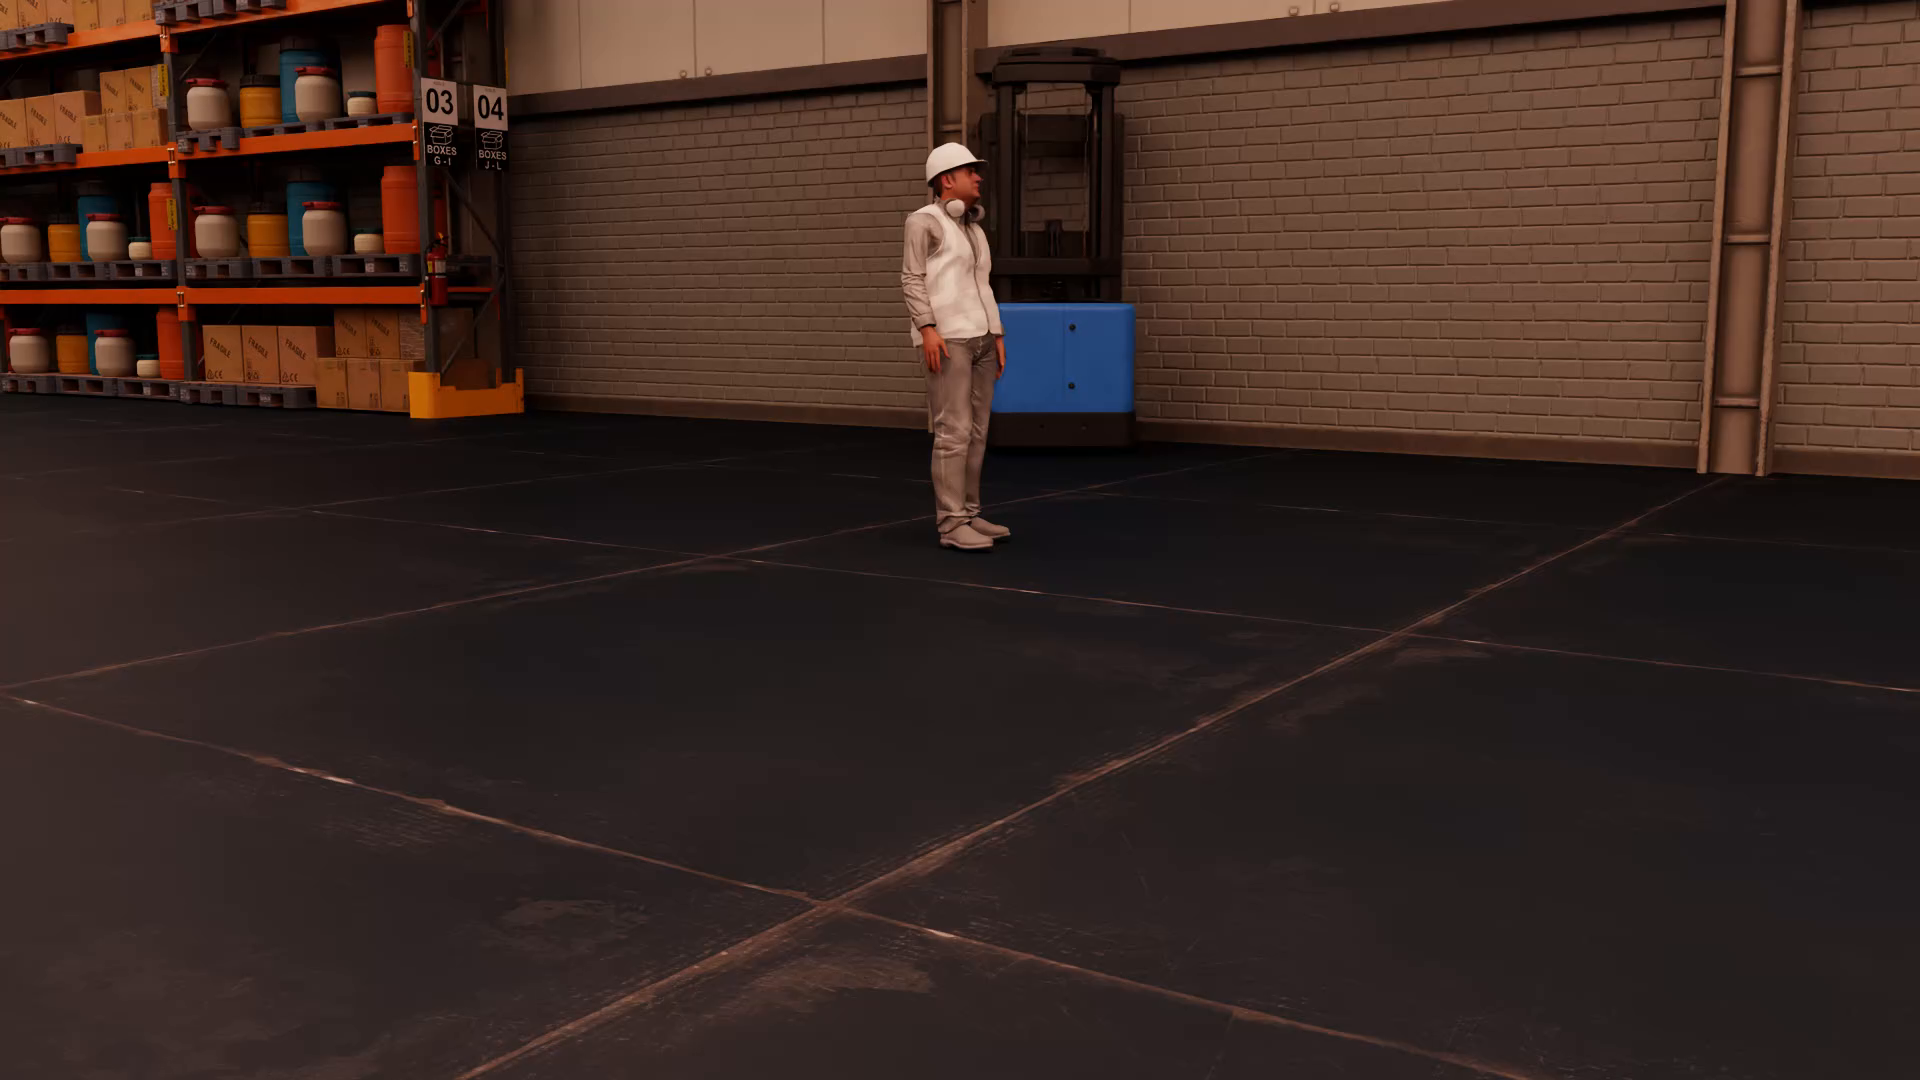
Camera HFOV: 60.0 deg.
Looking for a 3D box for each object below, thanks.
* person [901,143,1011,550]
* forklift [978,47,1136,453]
[{"bbox_3d":[0.047,-0.880,7.437,0.568,1.773,0.632,5,10,34],"label":"person"},{"bbox_3d":[0.699,-2.252,13.033,1.130,2.935,3.031,0,8,-1],"label":"forklift"}]
